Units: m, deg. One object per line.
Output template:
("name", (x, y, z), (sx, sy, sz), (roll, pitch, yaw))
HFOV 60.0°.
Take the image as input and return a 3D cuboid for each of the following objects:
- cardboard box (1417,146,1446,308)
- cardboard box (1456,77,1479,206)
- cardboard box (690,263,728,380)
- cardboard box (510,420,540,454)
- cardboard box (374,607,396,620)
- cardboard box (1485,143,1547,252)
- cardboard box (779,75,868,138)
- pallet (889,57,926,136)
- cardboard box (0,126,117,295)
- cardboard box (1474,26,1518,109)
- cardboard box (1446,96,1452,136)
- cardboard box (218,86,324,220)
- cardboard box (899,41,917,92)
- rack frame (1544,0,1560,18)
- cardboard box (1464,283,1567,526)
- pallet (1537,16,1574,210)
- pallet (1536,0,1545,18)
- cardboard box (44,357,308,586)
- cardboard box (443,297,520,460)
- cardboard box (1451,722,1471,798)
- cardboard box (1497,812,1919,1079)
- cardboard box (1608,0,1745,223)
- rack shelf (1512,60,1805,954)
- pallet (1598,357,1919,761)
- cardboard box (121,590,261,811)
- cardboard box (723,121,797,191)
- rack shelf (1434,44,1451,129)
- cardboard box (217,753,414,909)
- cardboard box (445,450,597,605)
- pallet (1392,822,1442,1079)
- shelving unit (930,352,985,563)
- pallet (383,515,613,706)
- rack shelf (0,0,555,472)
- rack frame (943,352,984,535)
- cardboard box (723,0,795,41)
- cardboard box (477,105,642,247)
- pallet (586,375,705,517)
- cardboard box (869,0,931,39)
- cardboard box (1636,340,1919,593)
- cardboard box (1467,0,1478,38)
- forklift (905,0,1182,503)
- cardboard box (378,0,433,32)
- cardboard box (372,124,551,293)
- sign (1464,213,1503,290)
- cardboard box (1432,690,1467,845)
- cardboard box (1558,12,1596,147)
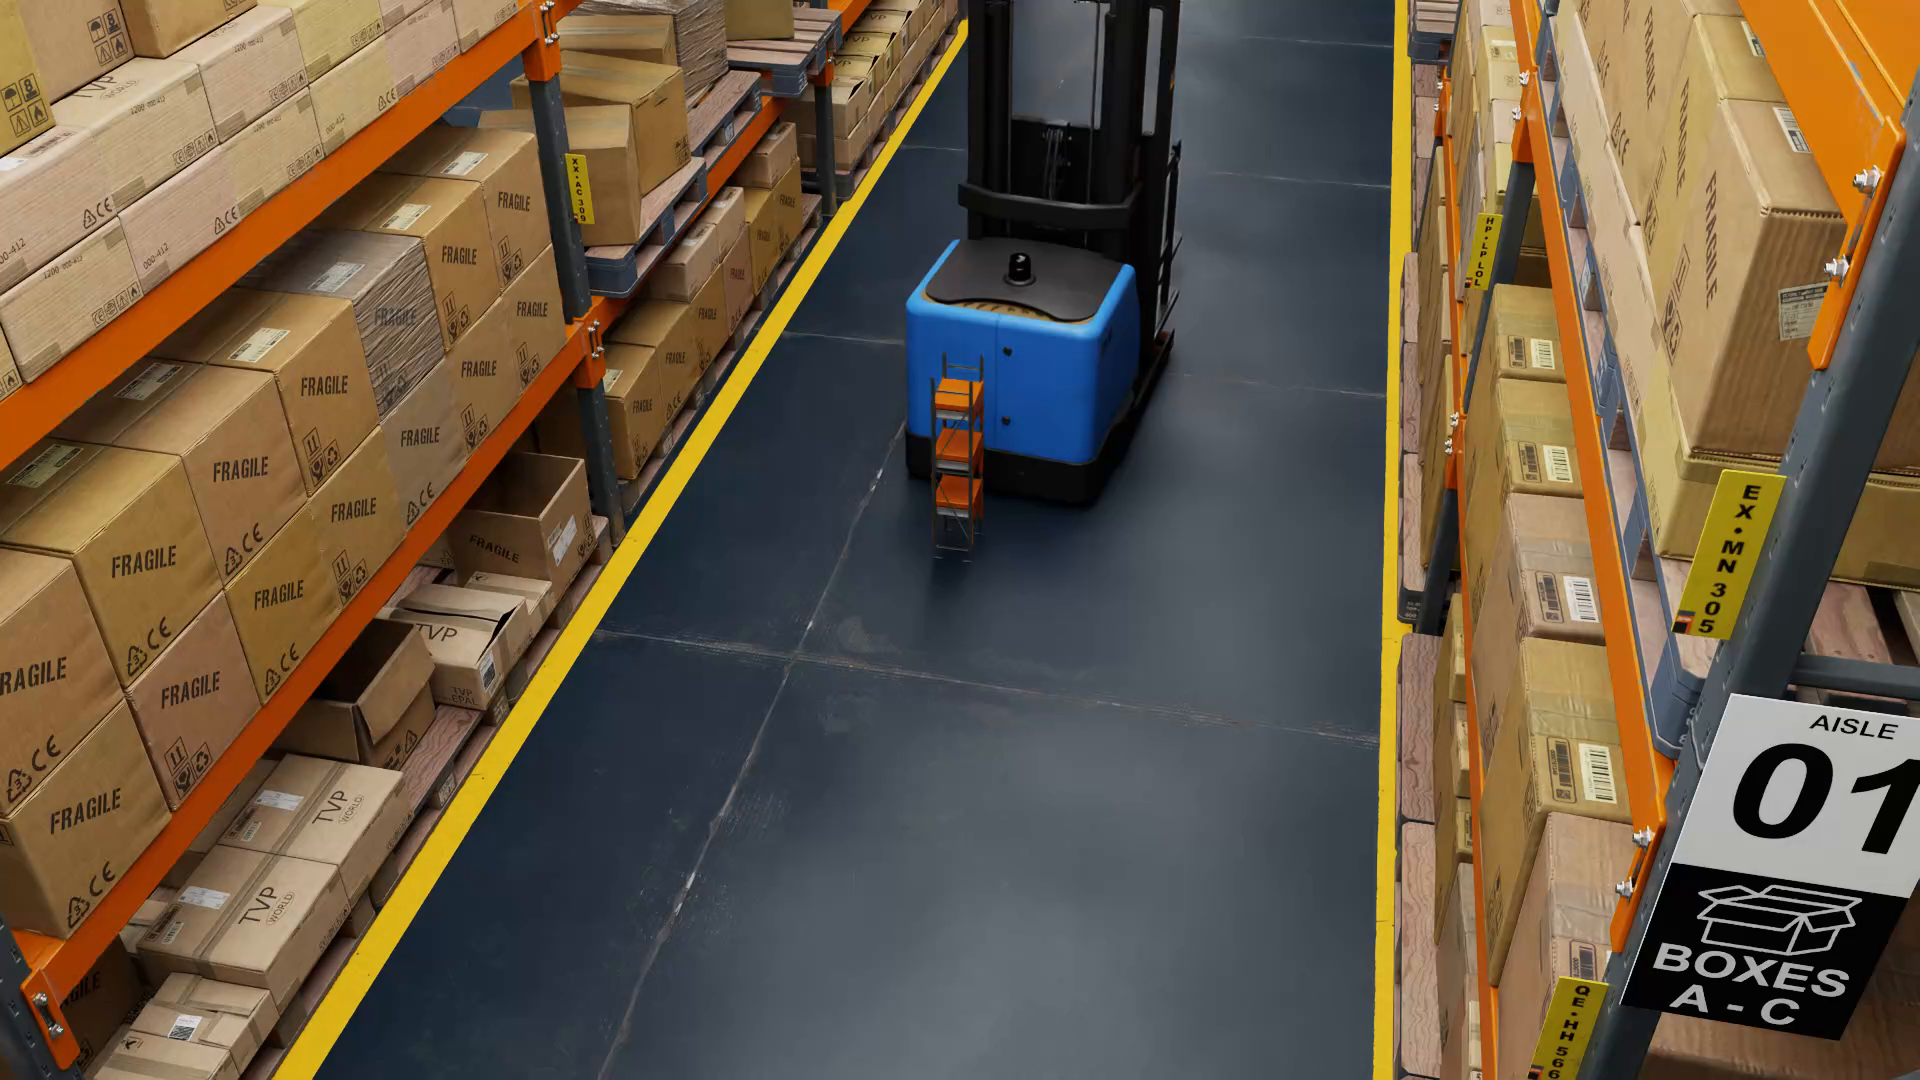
("cardboard box", (3.190, -1.835, 9.970), (0.750, 0.750, 0.750), (7, 36, 9))
("cardboard box", (2.790, -1.981, 8.341), (0.500, 0.500, 0.500), (8, 37, 11))
("cardboard box", (-1.661, -1.272, 9.474), (0.500, 0.500, 0.500), (8, 37, 11))
("cardboard box", (-2.394, -0.751, 8.756), (0.500, 0.500, 0.500), (7, 37, 10))
("cardboard box", (-2.695, 0.413, 7.433), (0.380, 0.166, 0.250), (7, 37, 10))
("cardboard box", (2.471, -1.420, 6.929), (0.500, 0.250, 0.500), (8, 37, 11))
("cardboard box", (-0.966, -3.107, 11.758), (0.500, 0.311, 0.500), (9, 37, 12))
("pallet", (-0.888, -3.595, 13.300), (1.003, 0.211, 1.213), (7, 37, 10))
("cardboard box", (-2.596, -0.877, 4.320), (0.500, 0.250, 0.500), (7, 37, 10))
("cardboard box", (2.807, -2.297, 8.138), (0.500, 0.250, 0.500), (7, 36, 9))
("cardboard box", (2.977, -2.402, 9.476), (0.380, 0.149, 0.250), (8, 37, 11))
("cardboard box", (-2.390, -1.249, 5.259), (0.500, 0.250, 0.500), (7, 37, 10))
("cardboard box", (-0.644, -3.761, 13.138), (0.500, 0.250, 0.500), (8, 37, 11))
("rack frame", (2.621, -3.077, 5.097), (1.000, 3.000, 0.127), (7, 37, 10))
("cardboard box", (2.489, -0.460, 6.344), (0.980, 0.700, 0.700), (8, 37, 11))
("pallet", (2.436, -1.359, 5.358), (1.003, 0.211, 1.213), (7, 37, 10))
("pallet", (2.769, -2.317, 6.767), (0.805, 0.209, 1.217), (6, 36, 8))
("cardboard box", (-2.505, -0.227, 5.340), (0.500, 0.500, 0.500), (8, 37, 11))
("cardboard box", (-2.184, -0.693, 6.834), (0.500, 0.500, 0.500), (8, 37, 11))
("cardboard box", (1.998, 0.820, 6.052), (0.380, 0.149, 0.250), (6, 36, 9))
("cardboard box", (1.866, 1.230, 4.011), (0.980, 0.700, 0.700), (9, 37, 12))
("cardboard box", (1.877, -1.062, 3.919), (0.500, 0.500, 0.500), (6, 36, 8))
("rack shelf", (2.194, -0.424, 4.607), (1.077, 0.370, 4.000), (7, 37, 10))
("pallet", (1.915, 0.040, 3.428), (1.003, 0.211, 1.213), (7, 37, 10))
("cardboard box", (-2.616, 0.468, 5.233), (0.500, 0.500, 0.500), (7, 37, 10))
("cardboard box", (-1.343, -2.431, 10.434), (0.500, 0.250, 0.500), (9, 37, 12))
("rack shelf", (3.903, -3.796, 11.815), (1.077, 0.370, 4.000), (7, 37, 10))
("cardboard box", (-2.467, 1.112, 6.397), (0.500, 0.250, 0.500), (7, 37, 10))
("cardboard box", (-2.064, -0.070, 7.816), (0.500, 0.500, 0.500), (7, 37, 10))
("pallet", (2.124, 1.609, 6.120), (1.003, 0.211, 1.213), (7, 37, 10))
("shelving unit", (-0.011, -0.394, 8.170), (0.215, 1.050, 0.252), (7, 37, 10))
("pallet", (-2.367, 0.256, 7.987), (1.003, 0.211, 1.213), (7, 37, 10))
("rack shelf", (-2.646, -1.043, 5.460), (1.077, 0.370, 4.000), (7, 37, 10))
("rack frame", (0.015, -0.464, 8.266), (0.200, 1.050, 0.008), (7, 37, 10))
("cardboard box", (-1.389, -3.395, 10.205), (0.700, 0.500, 0.500), (-4, 36, -6))
("cardboard box", (-1.899, -1.721, 7.895), (0.700, 0.500, 0.500), (-4, 36, -6))
("pallet", (-2.082, -0.608, 9.180), (1.003, 0.211, 1.213), (7, 37, 10))
("cardboard box", (-0.531, -4.284, 13.382), (0.500, 0.311, 0.500), (7, 37, 10))
("cardboard box", (1.664, -0.172, 3.330), (0.500, 0.250, 0.500), (8, 37, 11))
("cardboard box", (3.013, -2.877, 8.939), (0.500, 0.250, 0.500), (7, 36, 9))
("forklift", (0.657, -2.245, 9.120), (1.130, 2.935, 3.031), (11, 37, 15))
("cardboard box", (-2.168, -2.024, 5.902), (0.500, 0.250, 0.500), (7, 37, 10))
("cardboard box", (-2.074, -1.389, 6.944), (0.500, 0.500, 0.500), (7, 37, 10))
("sign", (2.089, -1.147, 6.627), (0.100, 0.325, 0.005), (7, 37, 10))
("cardboard box", (2.251, 0.898, 6.497), (0.700, 0.500, 0.500), (7, 37, 9))
("cardboard box", (2.093, -1.359, 4.967), (0.500, 0.250, 0.500), (7, 36, 9))
